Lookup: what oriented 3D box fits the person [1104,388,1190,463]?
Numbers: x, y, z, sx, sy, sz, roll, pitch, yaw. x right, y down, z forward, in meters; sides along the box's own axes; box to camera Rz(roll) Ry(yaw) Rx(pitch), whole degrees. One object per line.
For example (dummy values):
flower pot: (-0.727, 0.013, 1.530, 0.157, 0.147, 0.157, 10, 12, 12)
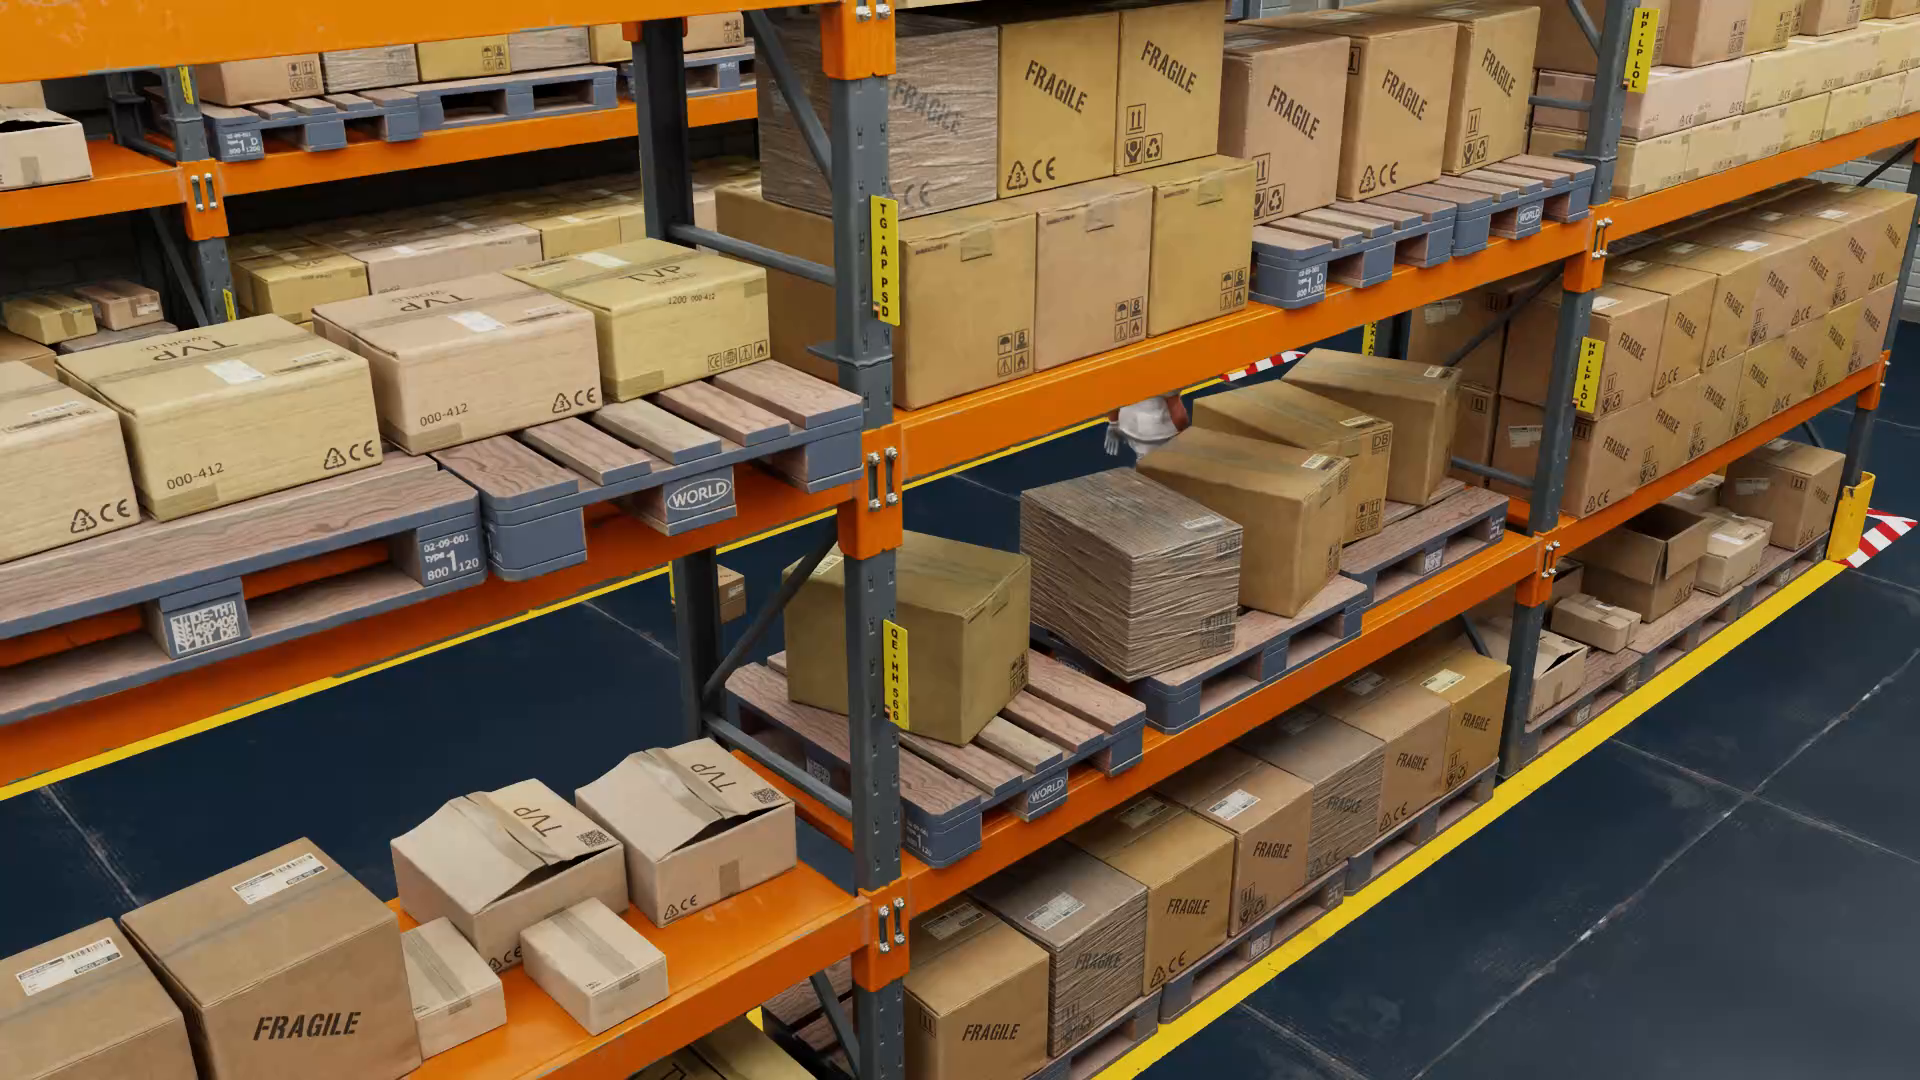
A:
person: (1.175, -0.608, 9.950, 0.528, 1.841, 0.538, -11, 26, -22)
